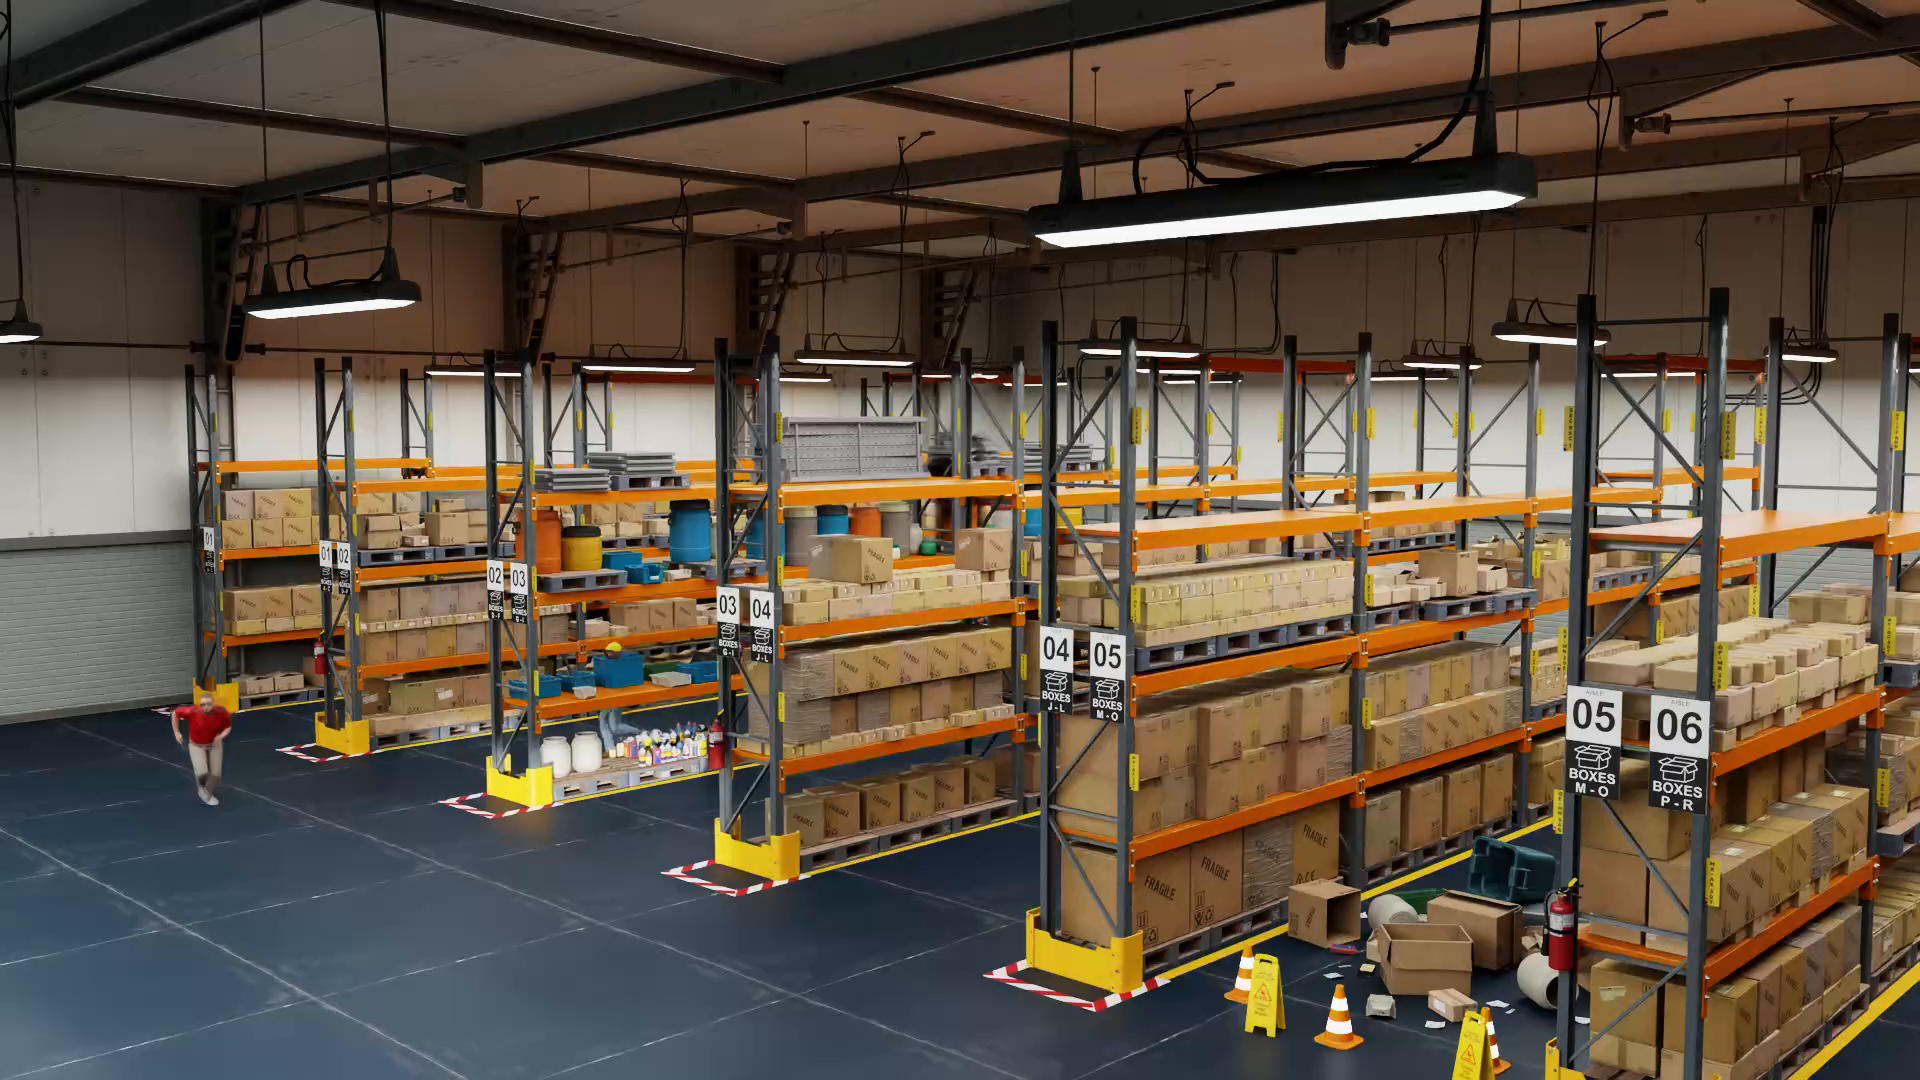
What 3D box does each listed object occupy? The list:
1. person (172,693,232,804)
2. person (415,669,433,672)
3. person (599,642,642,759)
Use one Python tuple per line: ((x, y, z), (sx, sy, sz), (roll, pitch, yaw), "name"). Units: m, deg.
((-9.870, 2.734, 21.673), (0.695, 1.552, 0.892), (-3, 5, -30), "person")
((-9.077, 2.162, 28.073), (0.826, 1.732, 0.645), (-4, 6, -43), "person")
((-5.140, 2.390, 24.912), (0.703, 1.735, 0.747), (4, 6, 43), "person")
